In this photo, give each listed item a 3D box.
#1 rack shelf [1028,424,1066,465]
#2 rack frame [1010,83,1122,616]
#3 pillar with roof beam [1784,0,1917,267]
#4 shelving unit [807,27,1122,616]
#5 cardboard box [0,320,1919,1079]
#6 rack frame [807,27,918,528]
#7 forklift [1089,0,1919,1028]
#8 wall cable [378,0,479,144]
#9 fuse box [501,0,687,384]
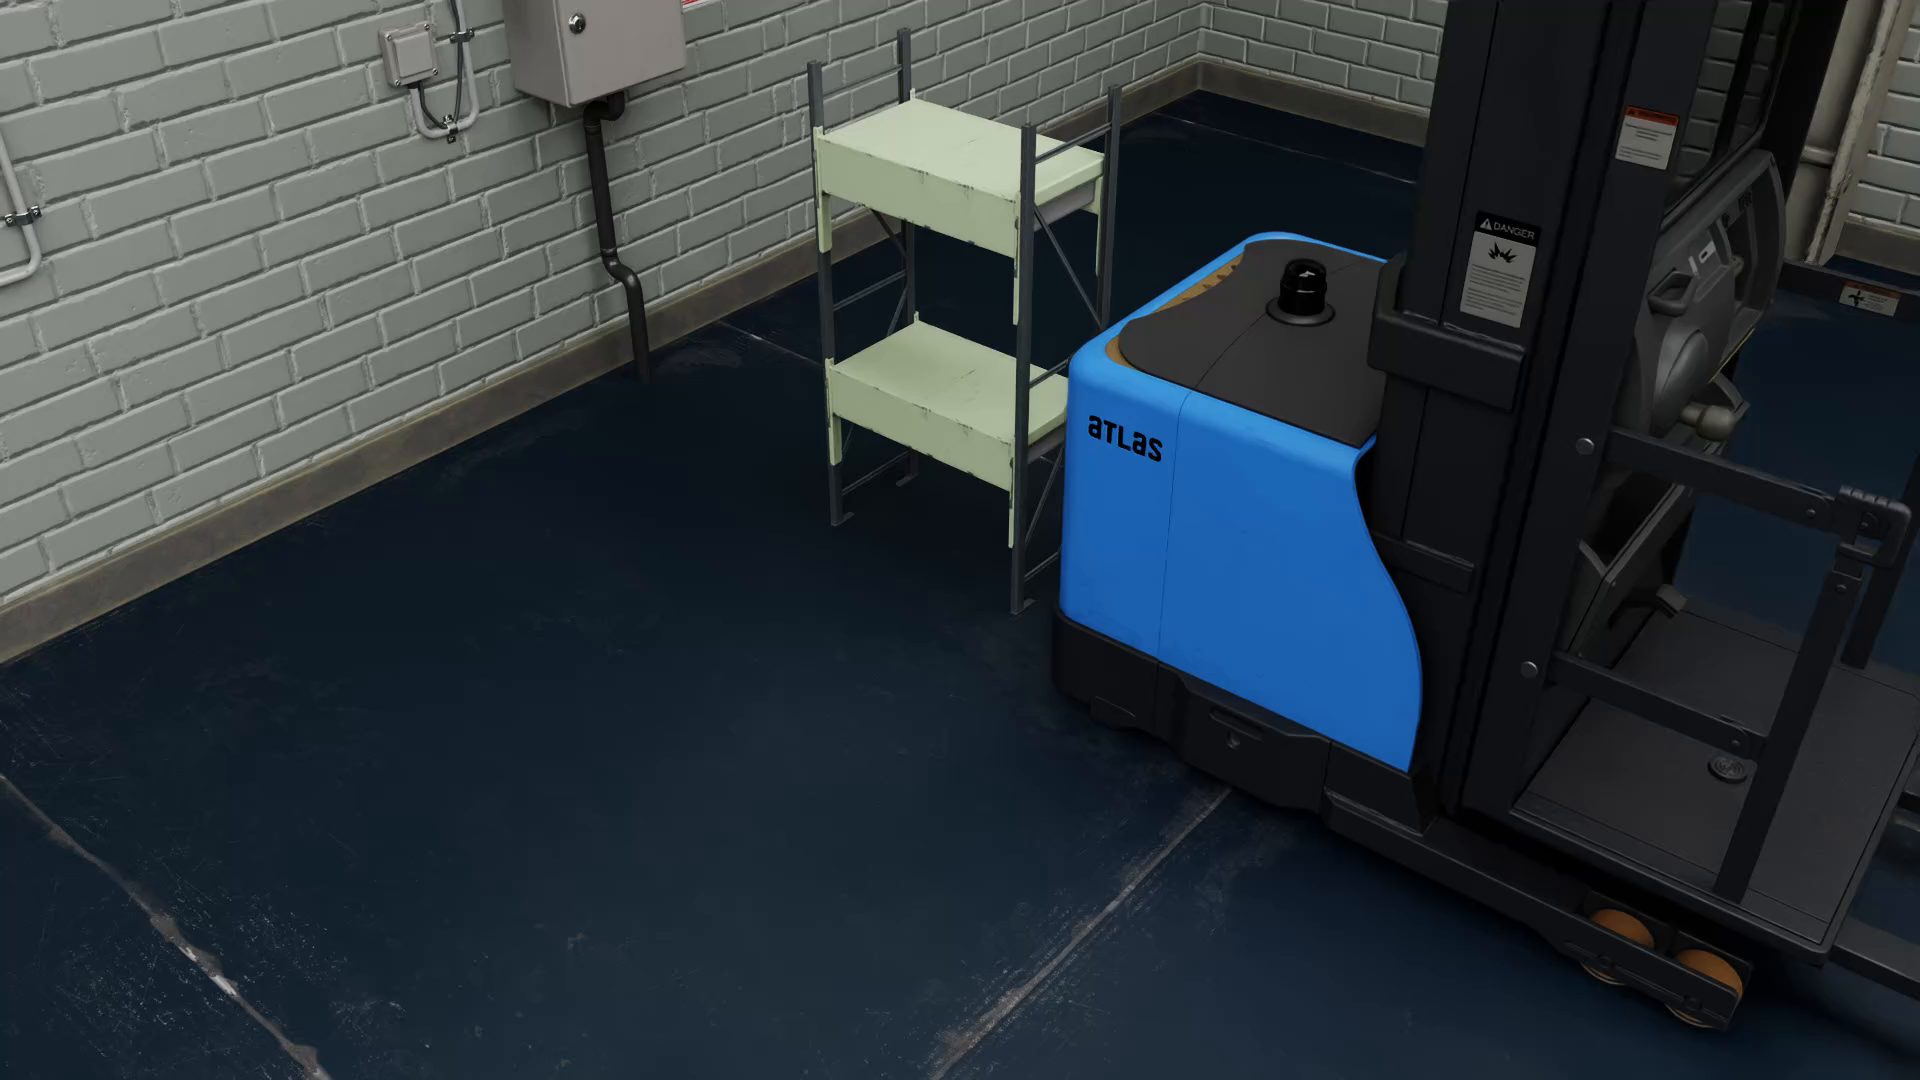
[{"bbox_3d":[0.005,-0.406,4.966,0.664,0.071,0.332,25,42,32],"label":"rack shelf"},{"bbox_3d":[0.286,-0.483,4.629,0.023,1.500,0.400,25,42,32],"label":"rack frame"},{"bbox_3d":[0.697,-3.061,1.758,0.400,9.000,9.100,25,42,32],"label":"pillar with roof beam"},{"bbox_3d":[0.005,-0.616,4.822,0.755,1.500,0.400,25,42,32],"label":"shelving unit"},{"bbox_3d":[2.303,2.200,0.678,13.522,1.550,6.103,24,41,31],"label":"cardboard box"},{"bbox_3d":[-0.276,-0.748,5.015,0.023,1.500,0.400,25,42,32],"label":"rack frame"},{"bbox_3d":[1.755,-0.418,3.347,2.937,2.843,1.107,24,41,31],"label":"forklift"},{"bbox_3d":[-1.676,-2.004,4.621,0.122,1.984,0.588,25,42,32],"label":"wall cable"},{"bbox_3d":[-1.118,-1.294,5.622,0.414,1.711,0.539,25,42,32],"label":"fuse box"}]
